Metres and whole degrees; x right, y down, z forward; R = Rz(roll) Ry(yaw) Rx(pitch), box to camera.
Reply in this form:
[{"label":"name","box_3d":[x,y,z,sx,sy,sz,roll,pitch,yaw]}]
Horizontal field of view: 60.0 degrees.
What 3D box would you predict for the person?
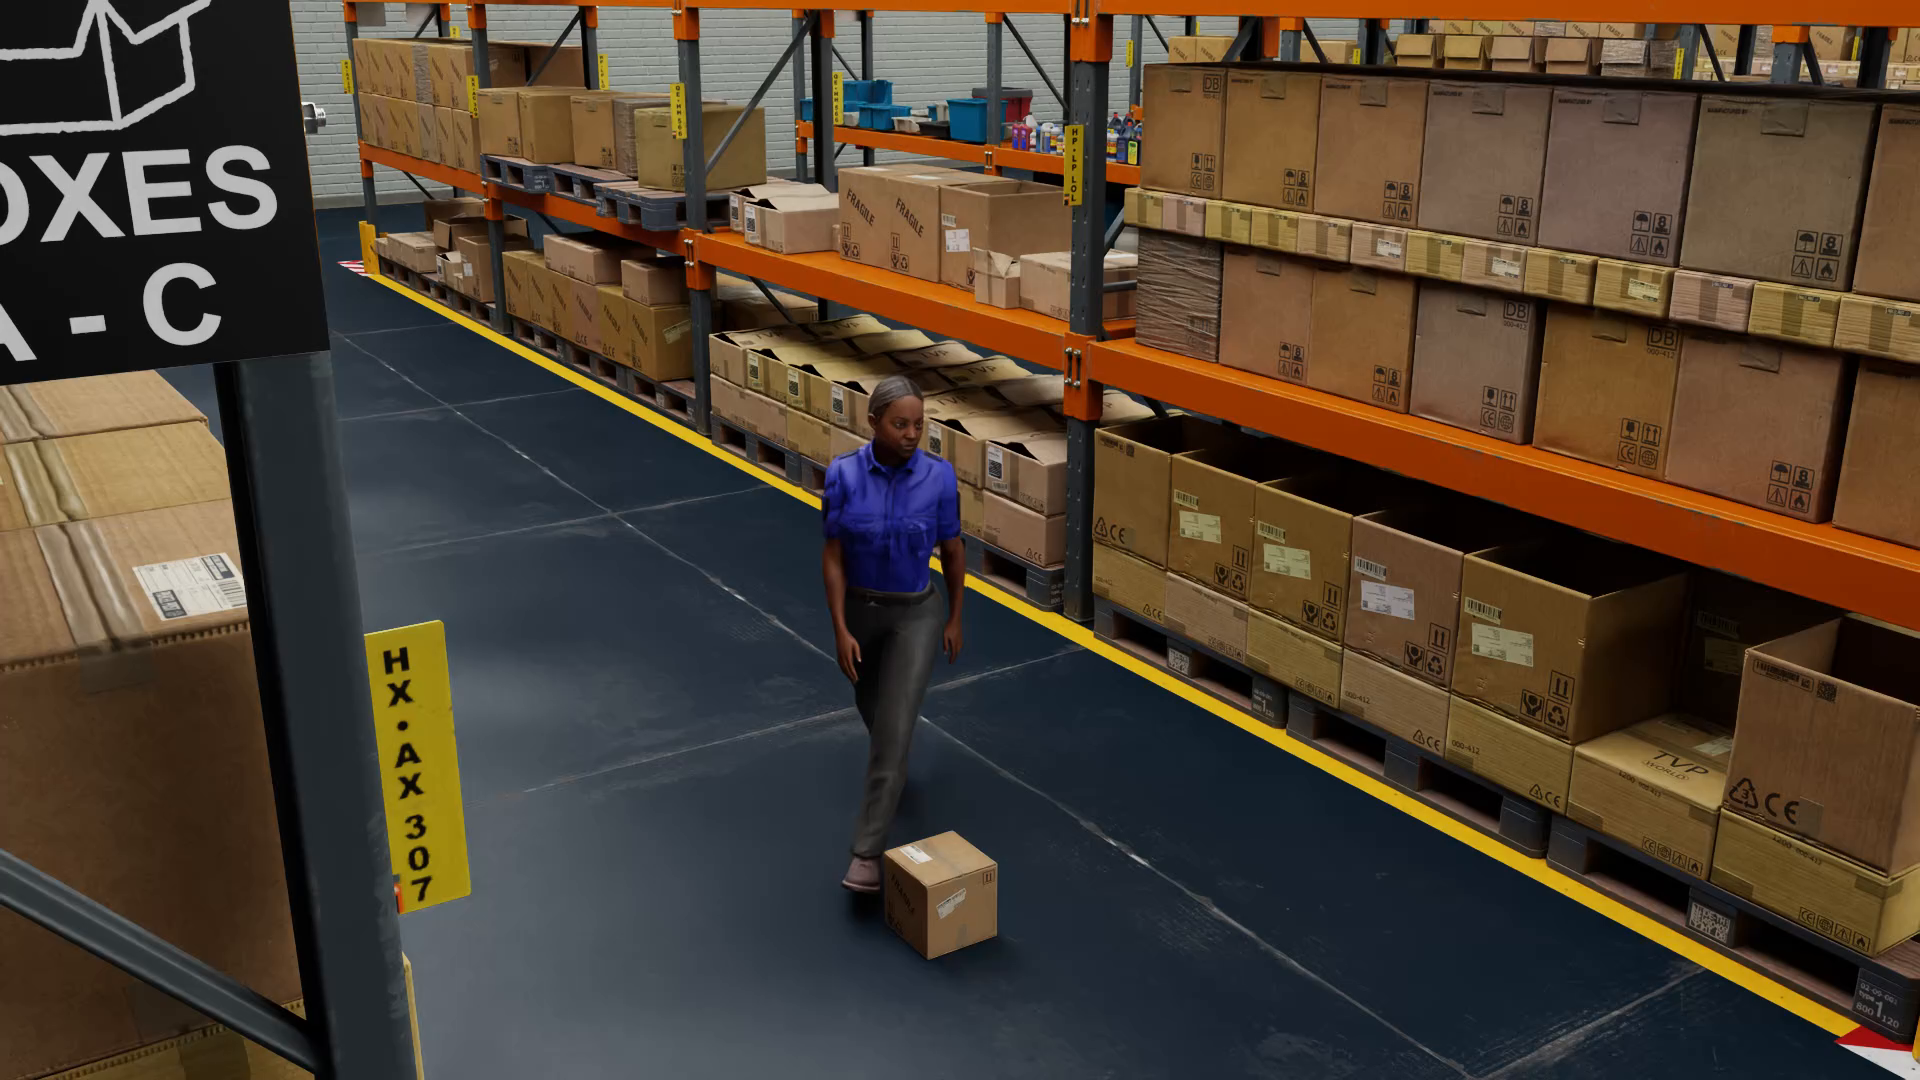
[{"label":"person","box_3d":[-0.211,0.246,5.357,0.433,1.602,1.029,3,19,10]}]
